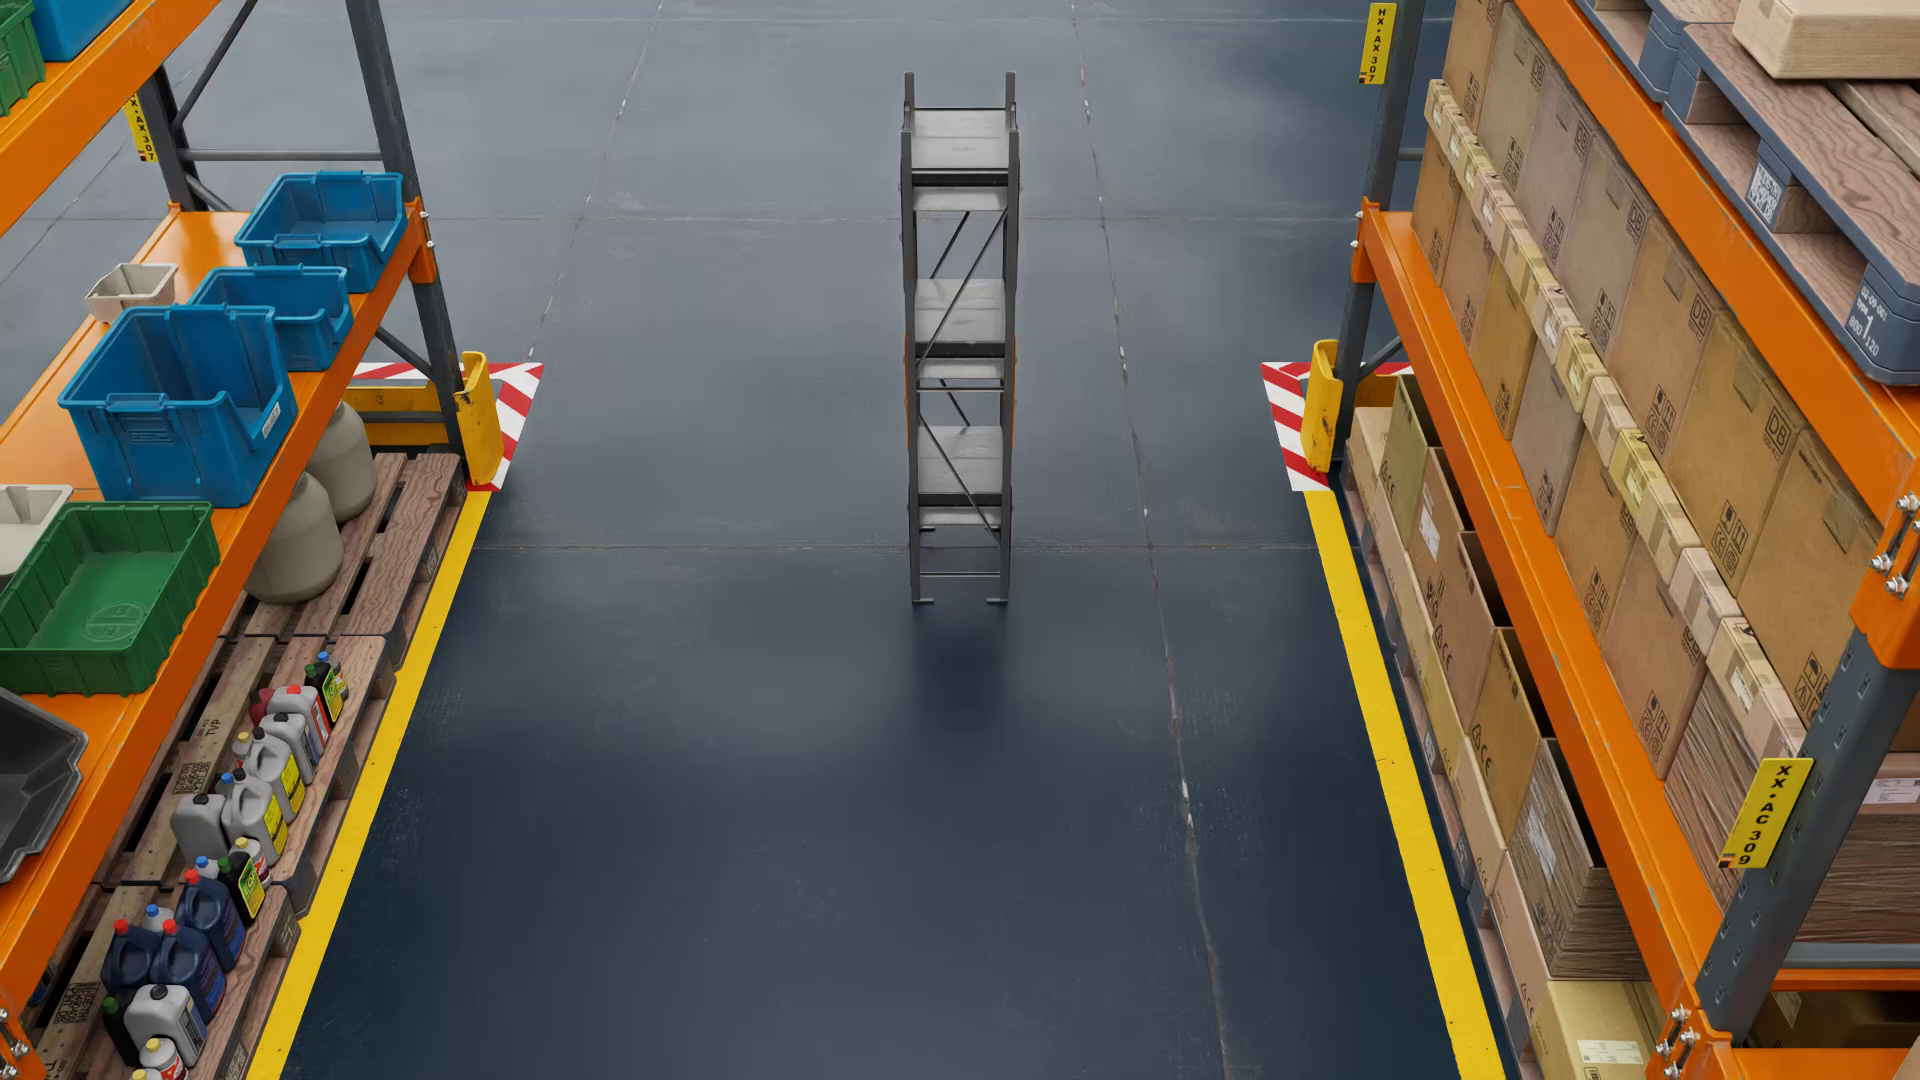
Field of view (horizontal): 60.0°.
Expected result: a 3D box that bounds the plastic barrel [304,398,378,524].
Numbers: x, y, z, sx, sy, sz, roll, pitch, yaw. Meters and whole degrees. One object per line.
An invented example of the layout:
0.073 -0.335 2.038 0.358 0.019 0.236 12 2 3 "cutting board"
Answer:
-2.684 -0.353 6.946 0.421 0.512 0.421 0 39 0 "plastic barrel"

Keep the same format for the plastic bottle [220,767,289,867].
-2.343 0.903 5.491 0.144 0.351 0.185 0 39 0 "plastic bottle"

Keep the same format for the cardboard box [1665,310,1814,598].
2.188 -0.210 3.997 0.700 0.500 0.500 0 39 0 "cardboard box"

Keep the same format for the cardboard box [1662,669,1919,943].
2.190 0.612 4.008 0.700 0.500 0.500 -1 39 -1 "cardboard box"

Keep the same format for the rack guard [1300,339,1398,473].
2.192 -0.613 7.615 1.175 0.500 0.348 0 39 0 "rack guard"

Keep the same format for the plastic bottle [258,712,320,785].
-2.348 0.712 5.789 0.152 0.276 0.135 -1 39 -1 "plastic bottle"

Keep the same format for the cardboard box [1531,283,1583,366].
1.978 -0.658 5.074 0.380 0.149 0.250 0 39 0 "cardboard box"

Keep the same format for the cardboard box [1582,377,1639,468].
1.982 -0.328 4.662 0.380 0.149 0.250 1 39 1 "cardboard box"

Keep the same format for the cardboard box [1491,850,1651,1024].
1.987 1.235 5.173 0.500 0.250 0.500 0 39 0 "cardboard box"

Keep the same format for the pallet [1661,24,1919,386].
2.170 -0.741 3.448 1.003 0.211 1.213 0 39 0 "pallet"

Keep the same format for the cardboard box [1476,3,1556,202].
2.186 -1.464 5.561 0.700 0.500 0.500 -1 39 -1 "cardboard box"

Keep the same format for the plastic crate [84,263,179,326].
-3.082 -0.909 6.197 0.298 0.136 0.250 0 39 0 "plastic crate"

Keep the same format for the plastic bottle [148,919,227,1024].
-2.343 1.286 5.012 0.144 0.351 0.185 1 39 1 "plastic bottle"

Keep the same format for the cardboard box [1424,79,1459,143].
1.977 -1.620 6.274 0.380 0.149 0.250 0 39 0 "cardboard box"

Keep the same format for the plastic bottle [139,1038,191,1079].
-2.319 1.523 4.837 0.097 0.201 0.097 0 39 0 "plastic bottle"

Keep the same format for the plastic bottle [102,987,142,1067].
-2.453 1.417 4.904 0.061 0.283 0.133 0 39 0 "plastic bottle"

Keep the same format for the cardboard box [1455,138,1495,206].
1.979 -1.299 5.873 0.380 0.149 0.250 0 39 0 "cardboard box"

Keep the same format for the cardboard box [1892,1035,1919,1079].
2.241 1.295 3.356 0.500 0.250 0.500 2 39 3 "cardboard box"

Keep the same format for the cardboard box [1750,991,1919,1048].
2.509 1.255 4.549 0.500 0.500 0.500 0 39 0 "cardboard box"

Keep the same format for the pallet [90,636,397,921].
-2.720 0.833 6.042 1.003 0.211 1.213 0 39 0 "pallet"

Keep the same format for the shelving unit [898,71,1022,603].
0.000 -0.716 6.464 0.431 2.100 0.503 0 39 0 "shelving unit"

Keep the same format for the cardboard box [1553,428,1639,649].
2.186 -0.032 4.811 0.700 0.500 0.500 1 39 1 "cardboard box"

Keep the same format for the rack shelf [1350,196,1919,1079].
2.194 -0.042 5.479 1.077 0.370 4.000 0 39 0 "rack shelf"

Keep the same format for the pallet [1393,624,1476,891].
2.233 0.754 6.140 1.003 0.211 1.213 0 39 0 "pallet"

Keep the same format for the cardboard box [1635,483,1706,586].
1.980 -0.016 4.273 0.380 0.149 0.250 0 39 0 "cardboard box"

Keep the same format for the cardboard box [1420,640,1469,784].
1.970 0.610 5.954 0.500 0.250 0.500 0 39 0 "cardboard box"

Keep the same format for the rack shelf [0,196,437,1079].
-2.759 -0.040 5.477 1.077 0.370 4.000 0 39 0 "rack shelf"

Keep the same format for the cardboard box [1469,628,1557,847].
1.984 0.630 5.329 0.500 0.500 0.500 0 39 0 "cardboard box"

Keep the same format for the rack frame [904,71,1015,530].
0.000 -0.868 6.655 0.400 2.100 0.015 0 39 0 "rack frame"

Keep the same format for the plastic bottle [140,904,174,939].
-2.464 1.227 5.150 0.097 0.271 0.097 0 39 0 "plastic bottle"

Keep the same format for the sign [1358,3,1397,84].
1.637 -1.945 6.523 0.100 0.325 0.005 0 39 0 "sign"

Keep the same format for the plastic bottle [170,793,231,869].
-2.491 0.948 5.495 0.152 0.276 0.135 0 39 0 "plastic bottle"

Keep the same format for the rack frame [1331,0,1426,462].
2.192 -1.573 6.814 1.000 3.000 0.127 0 39 0 "rack frame"

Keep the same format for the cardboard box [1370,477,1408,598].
1.975 -0.016 6.734 0.500 0.250 0.500 0 39 0 "cardboard box"

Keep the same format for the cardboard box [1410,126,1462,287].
2.180 -1.320 6.419 0.700 0.500 0.500 0 39 0 "cardboard box"

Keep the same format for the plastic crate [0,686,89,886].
-2.630 0.626 4.119 0.767 0.338 0.504 0 39 0 "plastic crate"

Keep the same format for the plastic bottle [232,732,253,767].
-2.472 0.753 5.798 0.097 0.201 0.097 0 39 0 "plastic bottle"

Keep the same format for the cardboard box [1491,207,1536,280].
1.980 -0.974 5.468 0.380 0.149 0.250 -1 39 -2 "cardboard box"

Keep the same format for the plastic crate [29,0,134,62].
-2.458 -1.544 4.392 0.392 0.384 0.575 0 39 0 "plastic crate"

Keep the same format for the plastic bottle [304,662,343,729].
-2.302 0.538 6.001 0.061 0.283 0.133 1 39 1 "plastic bottle"

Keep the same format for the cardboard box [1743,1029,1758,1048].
2.499 1.547 4.784 0.500 0.250 0.500 0 39 0 "cardboard box"

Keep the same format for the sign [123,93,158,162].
-3.311 -1.682 6.729 0.100 0.325 0.005 0 39 0 "sign"

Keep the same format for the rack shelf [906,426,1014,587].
0.000 -0.159 6.910 0.431 0.518 0.480 0 39 0 "rack shelf"

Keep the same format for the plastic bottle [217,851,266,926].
-2.301 1.091 5.310 0.061 0.283 0.133 2 39 2 "plastic bottle"

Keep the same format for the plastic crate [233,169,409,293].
-2.461 -1.201 6.469 0.499 0.251 0.616 0 39 0 "plastic crate"

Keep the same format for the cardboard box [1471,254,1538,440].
2.180 -0.681 5.621 0.700 0.500 0.500 0 39 0 "cardboard box"

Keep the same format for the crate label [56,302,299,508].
-2.489 -0.435 5.366 0.502 0.435 0.616 0 39 0 "crate label"

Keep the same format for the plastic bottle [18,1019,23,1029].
-2.901 1.389 4.885 0.144 0.351 0.185 0 39 0 "plastic bottle"

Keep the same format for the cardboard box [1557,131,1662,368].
2.188 -0.836 4.777 0.700 0.500 0.500 0 39 0 "cardboard box"

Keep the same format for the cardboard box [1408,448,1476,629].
1.986 0.004 6.109 0.500 0.500 0.500 0 39 0 "cardboard box"

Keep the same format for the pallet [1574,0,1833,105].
2.171 -1.502 4.398 1.003 0.211 1.213 0 39 0 "pallet"

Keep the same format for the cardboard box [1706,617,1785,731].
1.984 0.312 3.864 0.380 0.149 0.250 -1 39 -1 "cardboard box"
